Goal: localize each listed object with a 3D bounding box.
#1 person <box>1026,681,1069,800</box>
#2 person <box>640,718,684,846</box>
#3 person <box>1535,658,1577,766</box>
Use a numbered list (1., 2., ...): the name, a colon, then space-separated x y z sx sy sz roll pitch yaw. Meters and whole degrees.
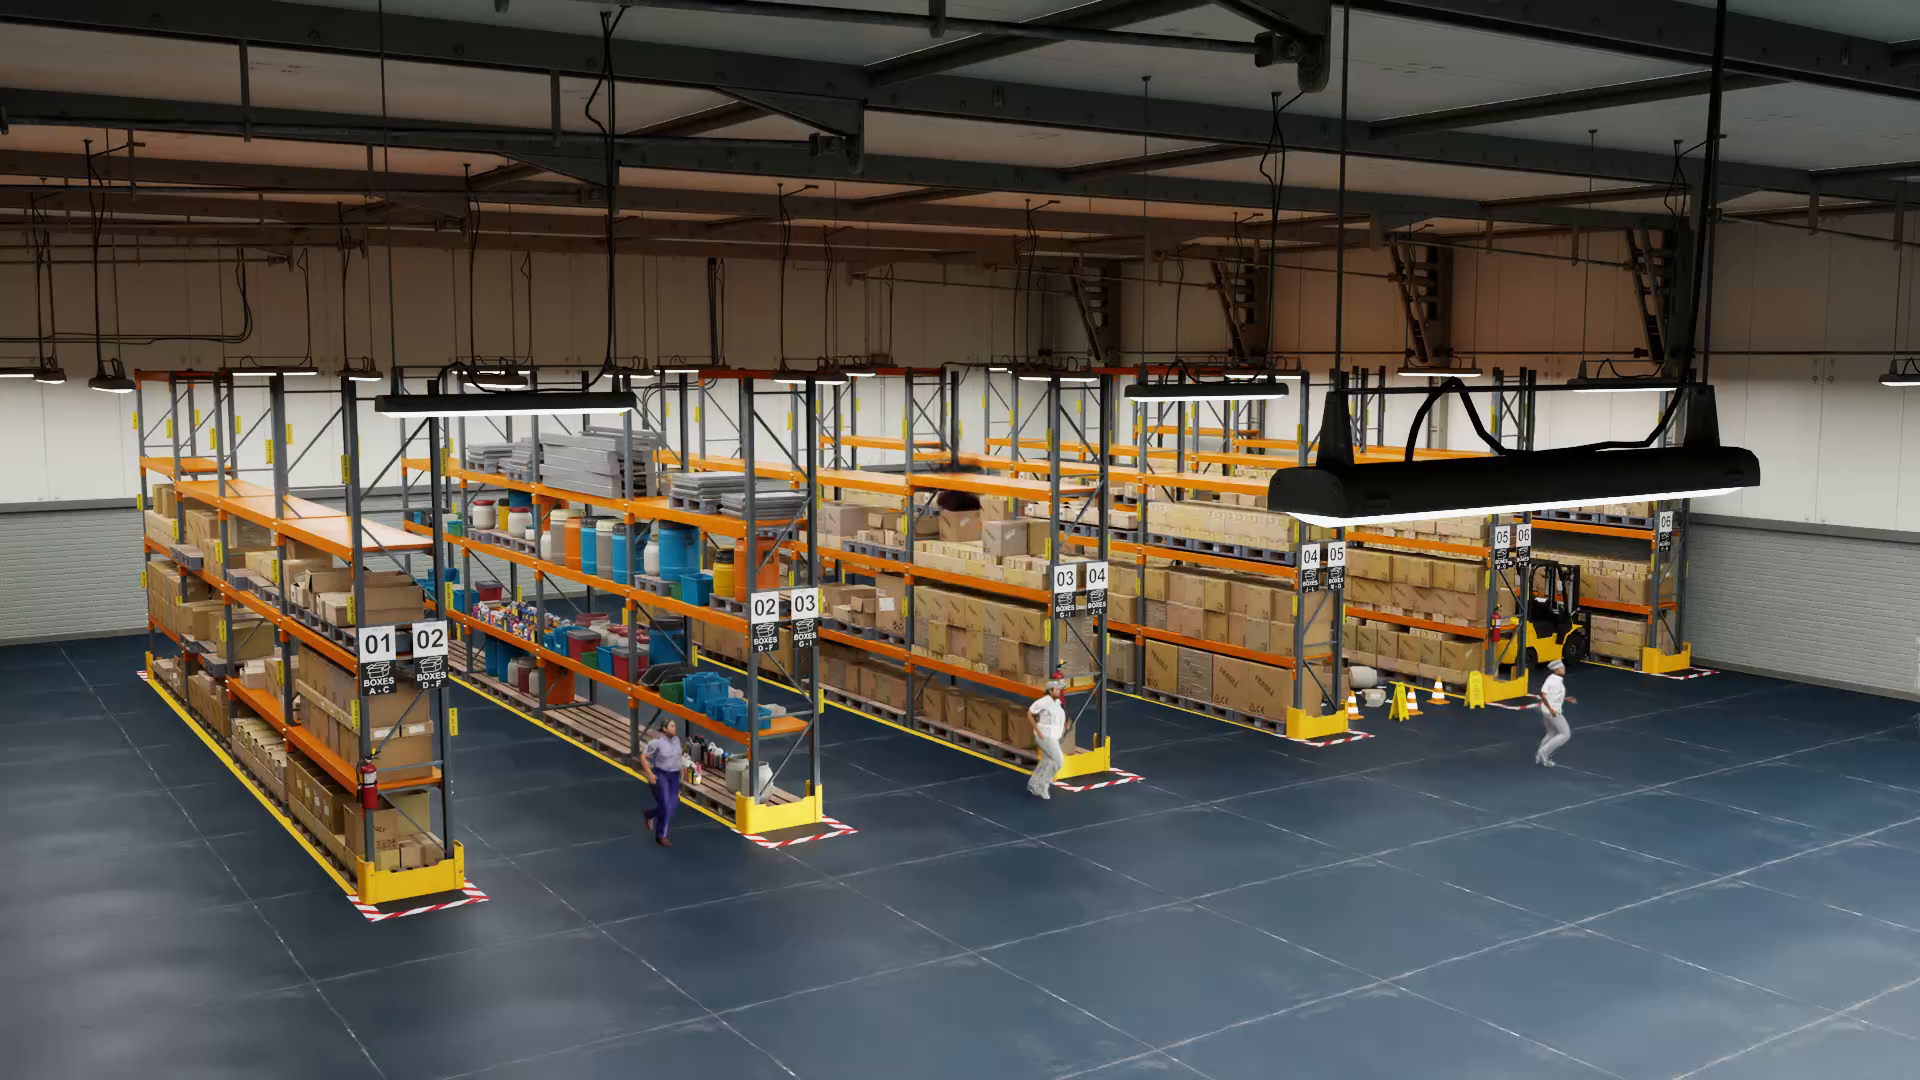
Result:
1. person: 1.277 2.849 23.810 0.620 1.667 0.629 3 7 27
2. person: -3.854 3.123 21.651 0.642 1.621 0.647 5 8 39
3. person: 9.137 2.631 25.455 0.576 1.667 0.560 2 7 15
